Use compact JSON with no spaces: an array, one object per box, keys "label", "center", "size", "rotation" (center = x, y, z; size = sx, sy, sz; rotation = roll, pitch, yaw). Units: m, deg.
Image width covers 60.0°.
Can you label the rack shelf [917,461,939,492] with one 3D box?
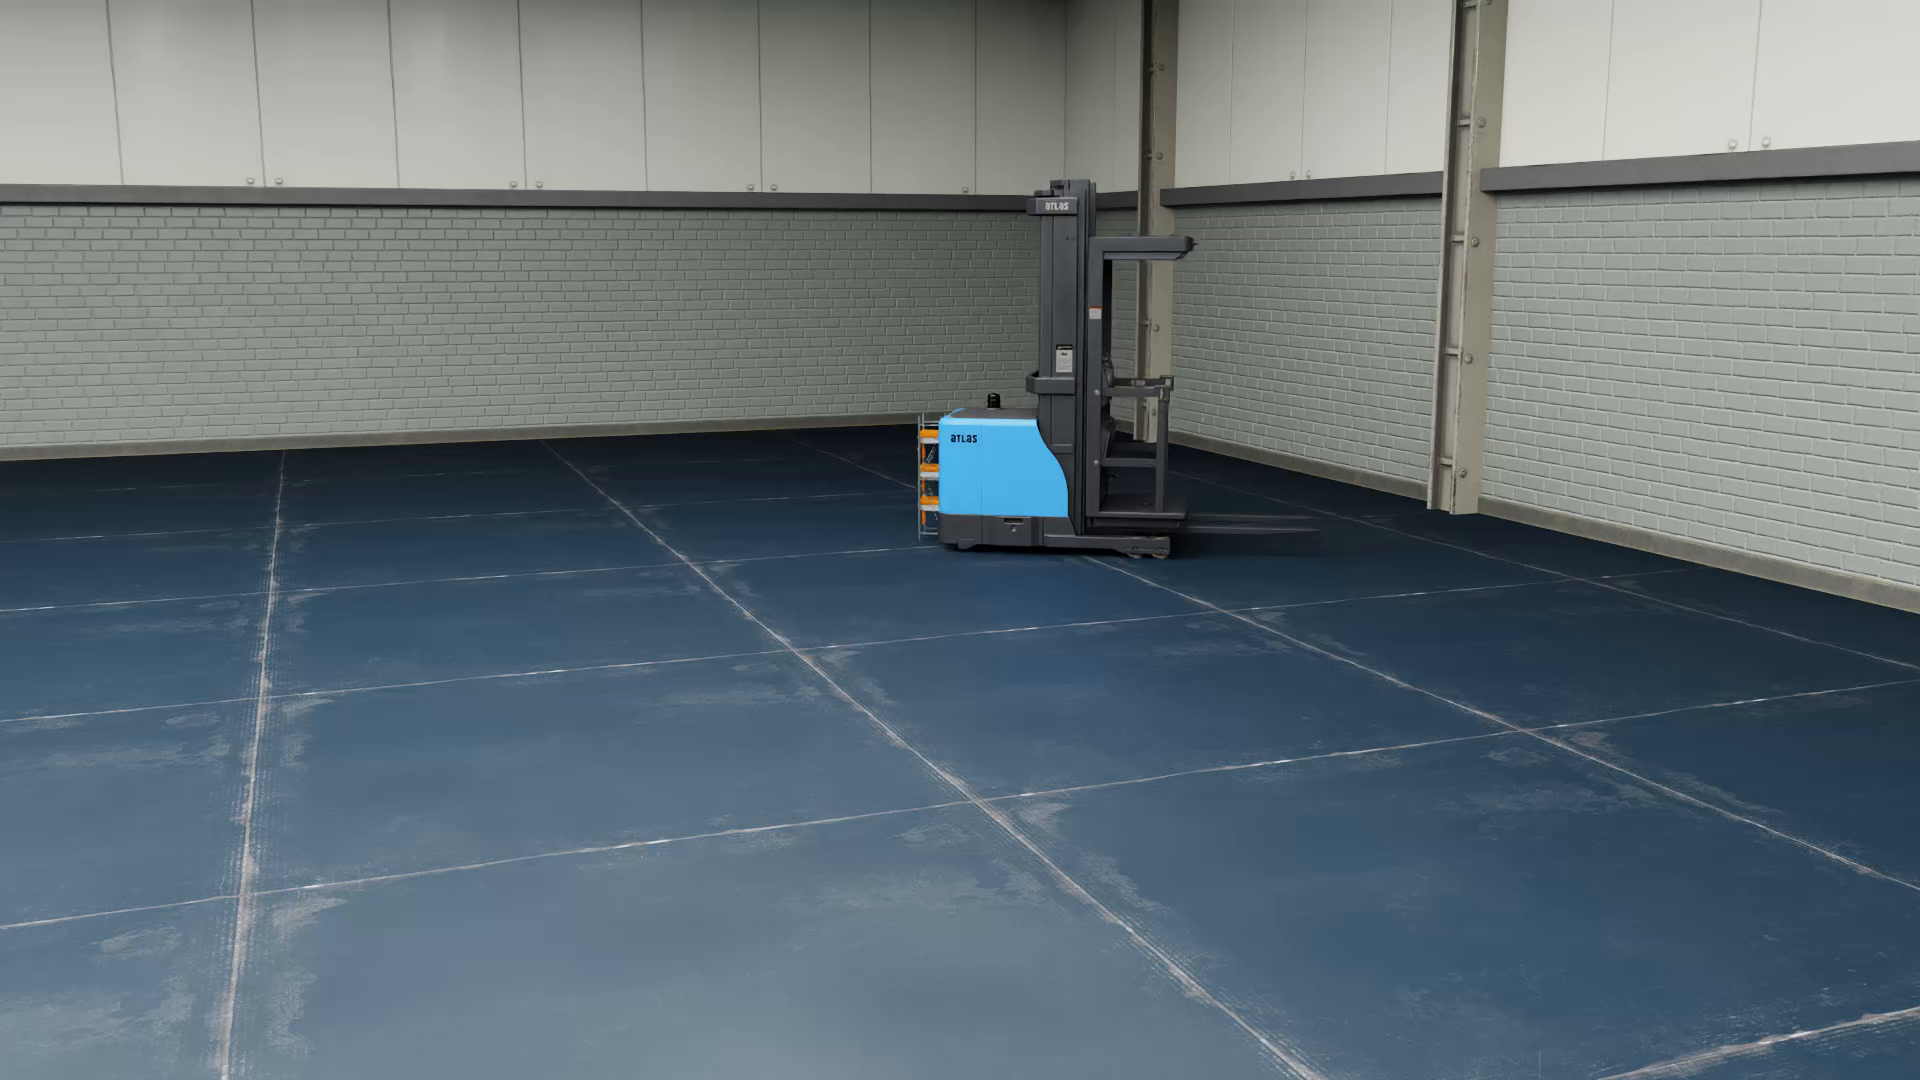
[{"label":"rack shelf","center":[-0.228,-0.511,13.858],"size":[0.215,0.259,0.240],"rotation":[1,10,8]}]

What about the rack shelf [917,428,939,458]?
[{"label":"rack shelf","center":[-0.228,-0.791,13.808],"size":[0.215,0.259,0.240],"rotation":[1,10,8]}]

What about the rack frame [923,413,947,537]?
[{"label":"rack frame","center":[-0.211,-0.543,13.975],"size":[0.200,1.050,0.008],"rotation":[1,10,8]}]

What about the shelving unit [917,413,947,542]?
[{"label":"shelving unit","center":[-0.228,-0.522,13.856],"size":[0.215,1.050,0.252],"rotation":[1,10,8]}]

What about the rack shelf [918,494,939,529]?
[{"label":"rack shelf","center":[-0.228,-0.238,13.907],"size":[0.215,0.259,0.240],"rotation":[1,10,8]}]

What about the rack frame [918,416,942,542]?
[{"label":"rack frame","center":[-0.245,-0.501,13.737],"size":[0.200,1.050,0.008],"rotation":[1,10,8]}]

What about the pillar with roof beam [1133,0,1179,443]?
[{"label":"pillar with roof beam","center":[-1.600,-5.411,18.643],"size":[9.100,9.000,0.400],"rotation":[-4,11,-21]}]

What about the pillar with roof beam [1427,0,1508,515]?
[{"label":"pillar with roof beam","center":[0.574,-4.431,13.137],"size":[9.100,9.000,0.400],"rotation":[-4,11,-21]}]

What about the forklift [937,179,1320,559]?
[{"label":"forklift","center":[1.380,-1.396,13.400],"size":[3.031,2.935,1.130],"rotation":[2,10,9]}]
